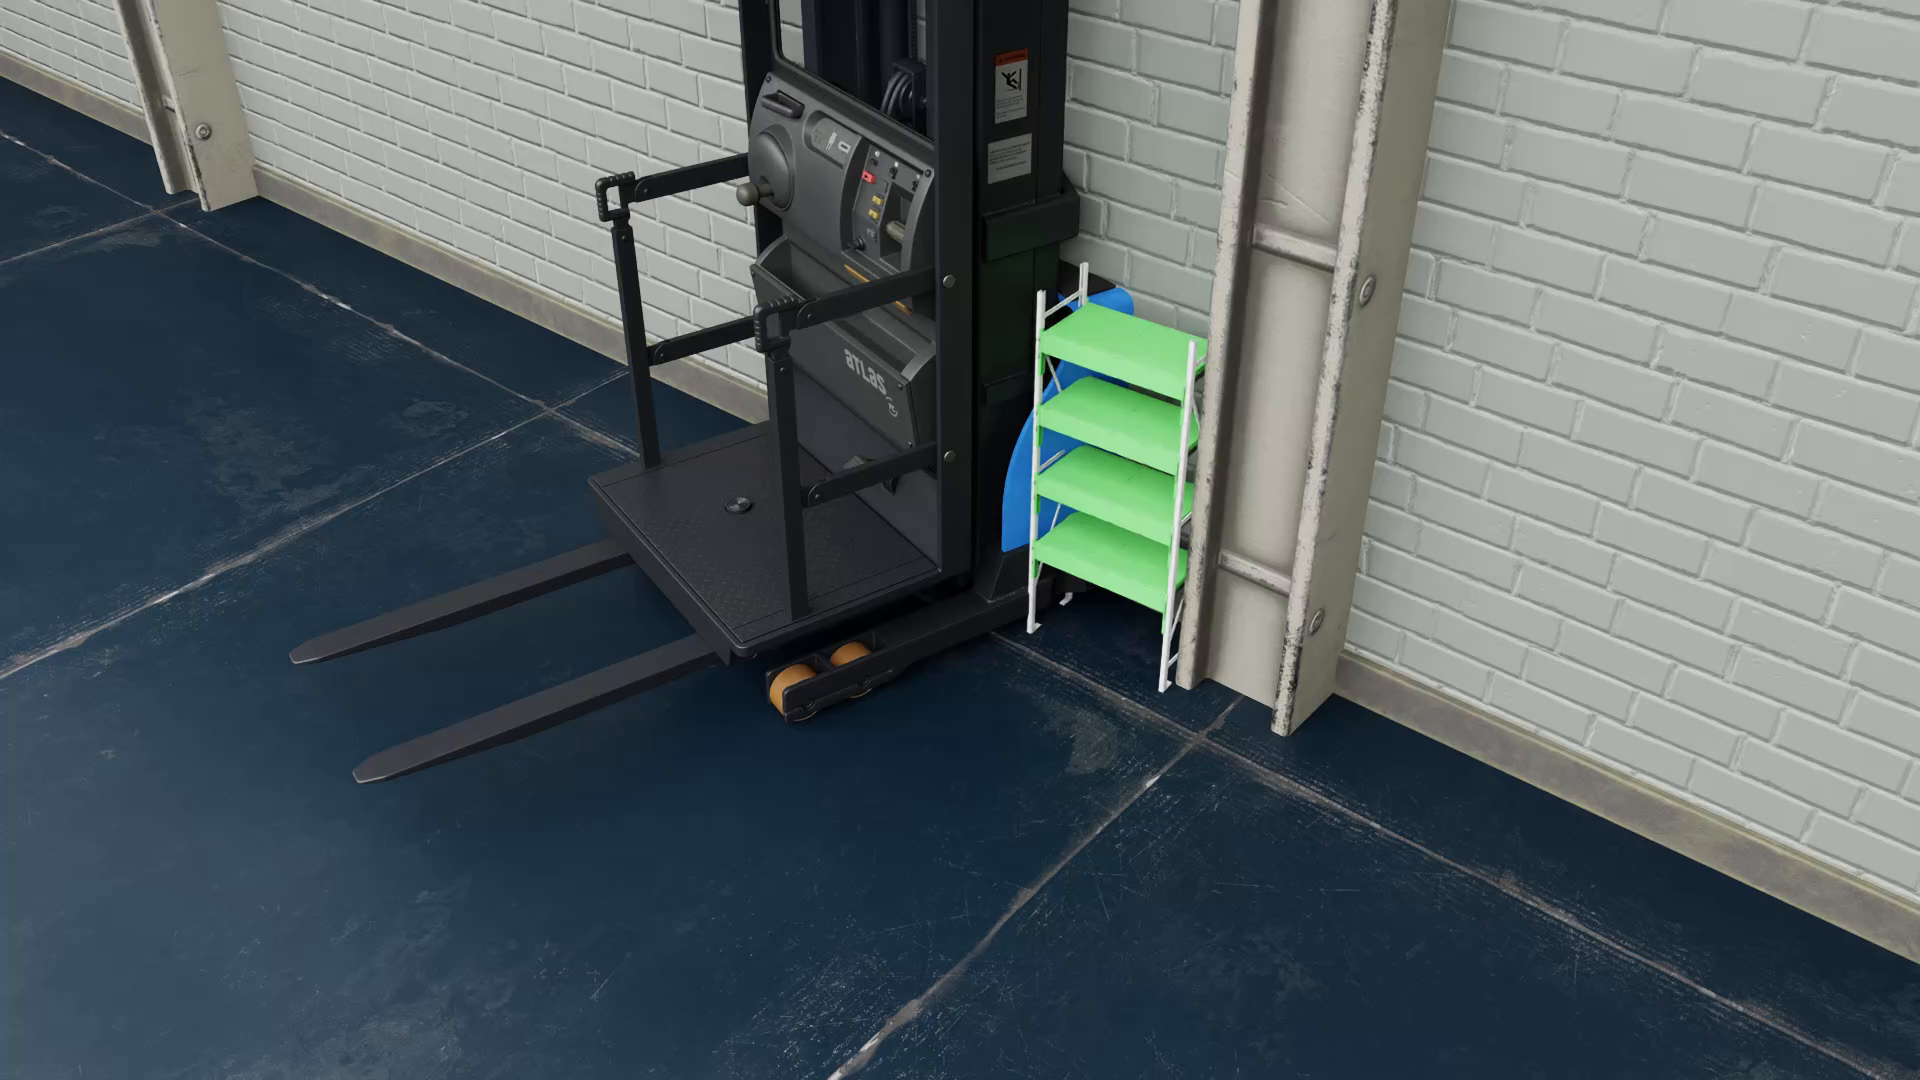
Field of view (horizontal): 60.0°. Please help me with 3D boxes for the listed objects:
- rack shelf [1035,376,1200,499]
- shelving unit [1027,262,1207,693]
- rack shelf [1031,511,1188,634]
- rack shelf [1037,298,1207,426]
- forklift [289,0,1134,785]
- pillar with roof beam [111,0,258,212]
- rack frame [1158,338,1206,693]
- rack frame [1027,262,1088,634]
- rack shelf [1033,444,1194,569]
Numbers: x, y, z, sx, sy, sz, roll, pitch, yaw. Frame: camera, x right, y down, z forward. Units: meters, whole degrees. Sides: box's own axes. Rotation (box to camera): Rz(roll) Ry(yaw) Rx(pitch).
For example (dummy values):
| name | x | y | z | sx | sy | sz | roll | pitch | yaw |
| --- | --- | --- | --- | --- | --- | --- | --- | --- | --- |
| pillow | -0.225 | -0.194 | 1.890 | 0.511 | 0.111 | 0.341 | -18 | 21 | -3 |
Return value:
| name | x | y | z | sx | sy | sz | roll | pitch | yaw |
| --- | --- | --- | --- | --- | --- | --- | --- | --- | --- |
| rack shelf | 0.488 | -0.312 | 4.832 | 0.480 | 0.148 | 0.258 | 23 | 41 | 29 |
| shelving unit | 0.488 | -0.167 | 4.932 | 0.503 | 1.200 | 0.258 | 23 | 41 | 29 |
| rack shelf | 0.488 | 0.083 | 5.105 | 0.480 | 0.148 | 0.258 | 23 | 41 | 29 |
| rack shelf | 0.488 | -0.509 | 4.695 | 0.480 | 0.148 | 0.258 | 23 | 41 | 29 |
| forklift | -0.524 | -1.010 | 4.632 | 3.031 | 2.935 | 1.130 | -21 | 40 | -27 |
| pillar with roof beam | -6.457 | -3.566 | 2.994 | 0.400 | 9.000 | 9.100 | 25 | 42 | 32 |
| rack frame | 0.684 | -0.084 | 4.812 | 0.015 | 1.200 | 0.240 | 23 | 41 | 29 |
| rack frame | 0.292 | -0.250 | 5.052 | 0.015 | 1.200 | 0.240 | 23 | 41 | 29 |
| rack shelf | 0.488 | -0.115 | 4.968 | 0.480 | 0.148 | 0.258 | 23 | 41 | 29 |
